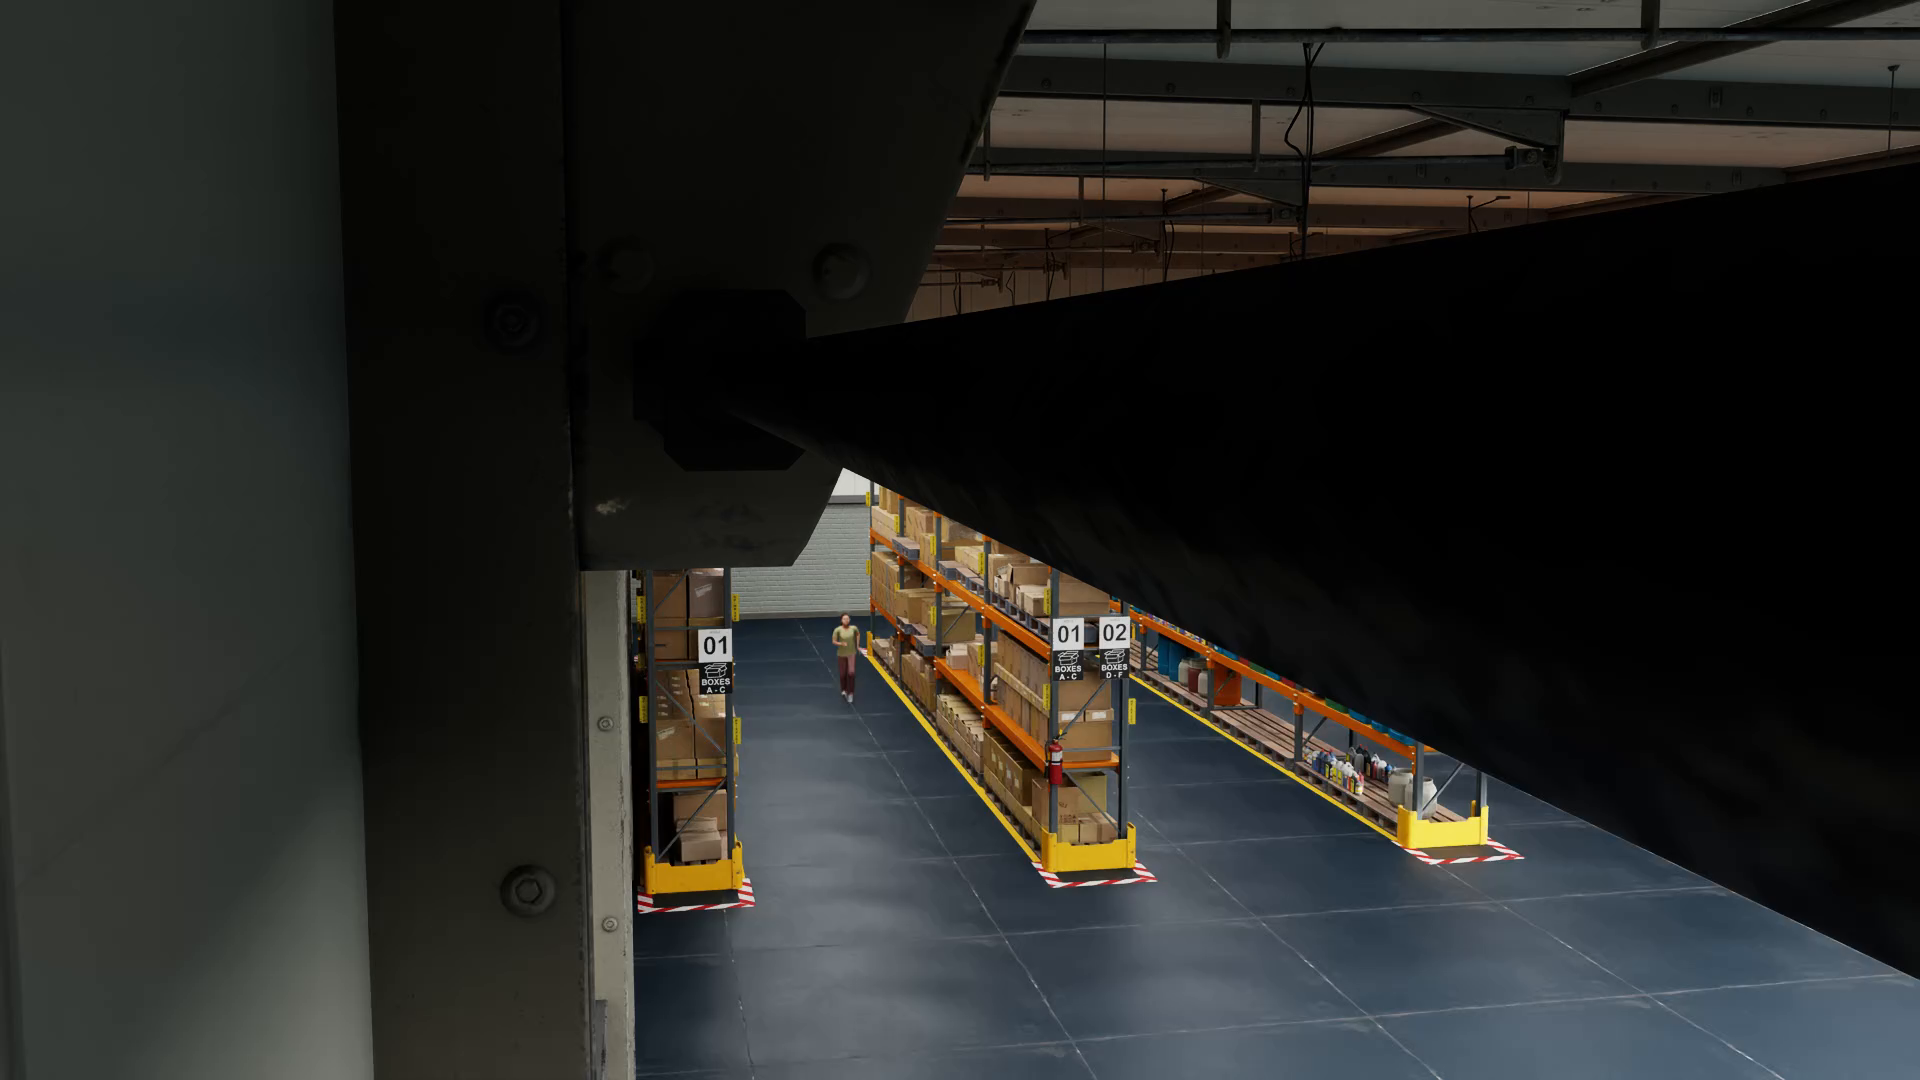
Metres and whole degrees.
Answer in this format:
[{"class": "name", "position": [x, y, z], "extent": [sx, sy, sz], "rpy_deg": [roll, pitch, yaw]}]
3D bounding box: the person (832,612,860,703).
[{"class": "person", "position": [-2.154, 2.217, 31.496], "extent": [0.533, 1.713, 0.803], "rpy_deg": [-1, 6, -5]}]
